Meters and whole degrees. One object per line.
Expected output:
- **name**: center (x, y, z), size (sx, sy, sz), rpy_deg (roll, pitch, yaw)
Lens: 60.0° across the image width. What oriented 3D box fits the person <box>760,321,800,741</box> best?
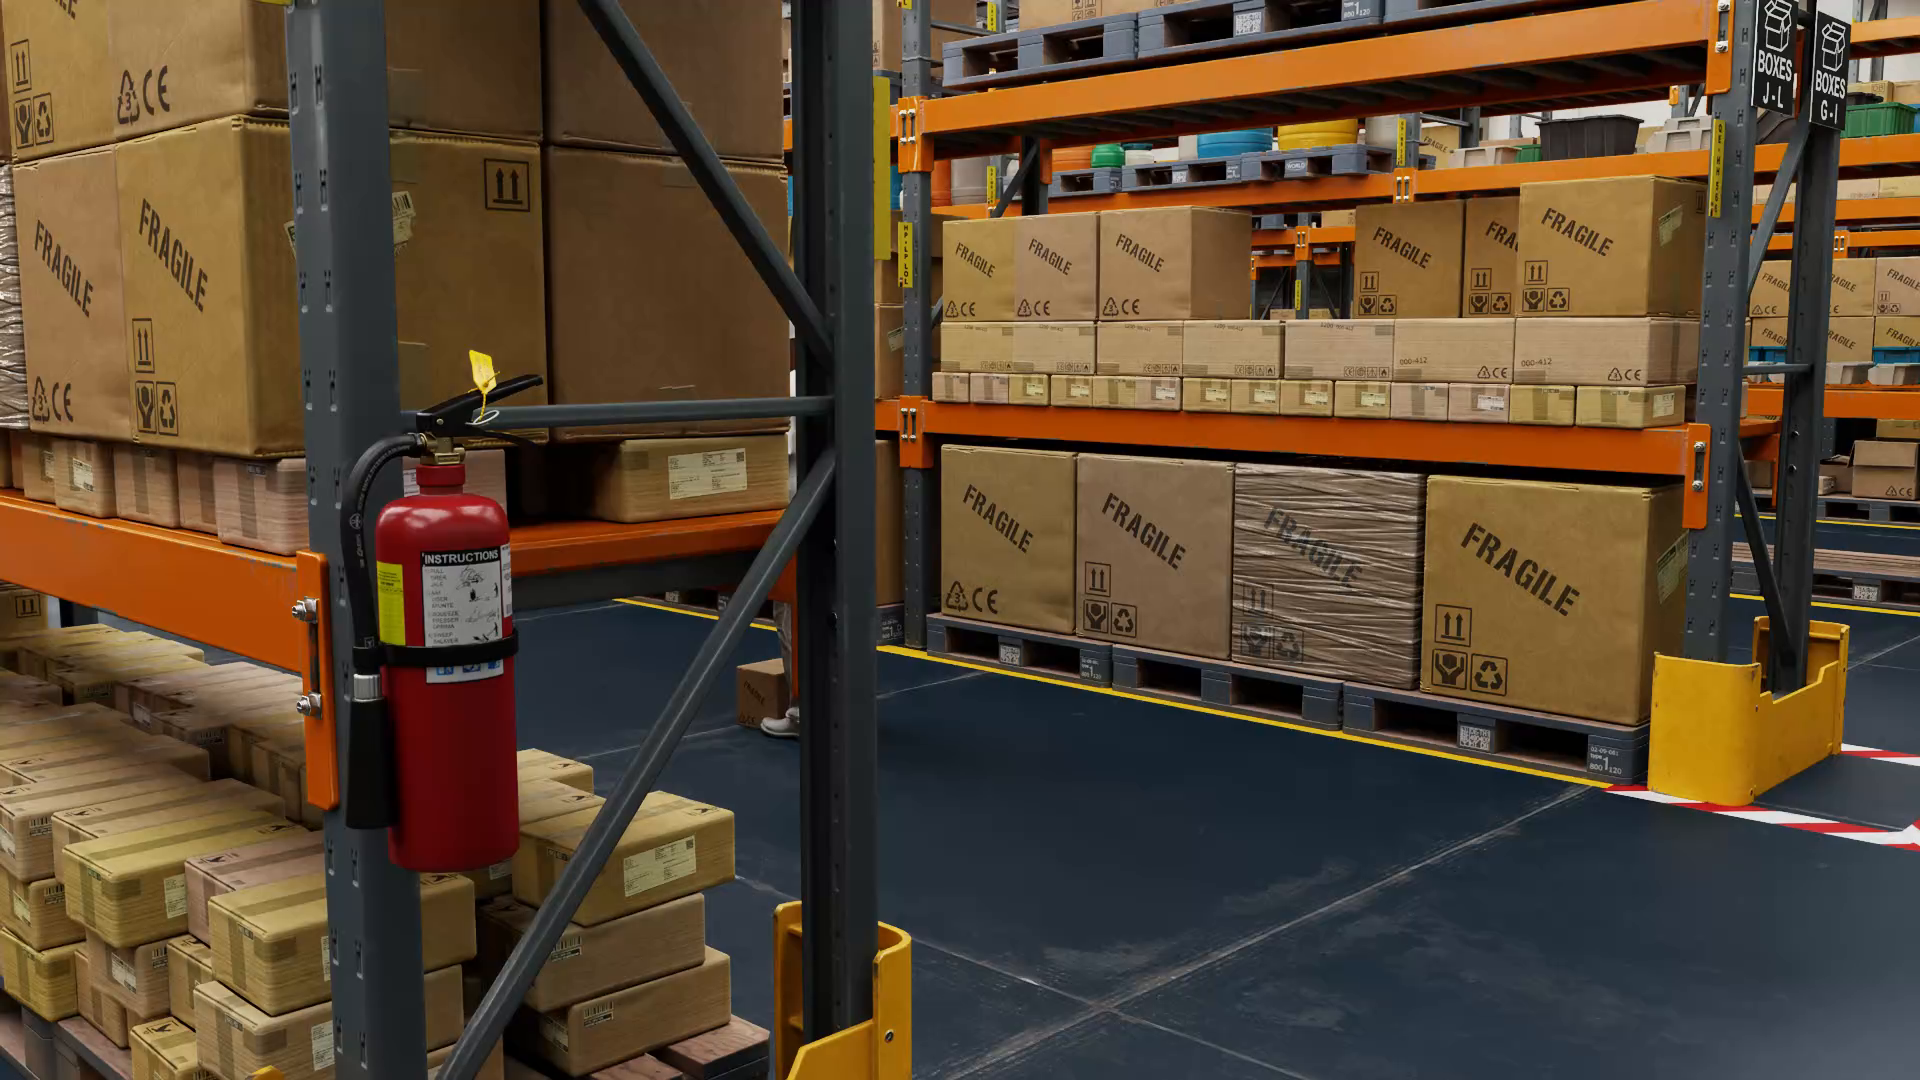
- **person**: center (-0.604, -0.075, 6.787), size (0.456, 1.761, 0.637), rpy_deg (6, 9, 41)
